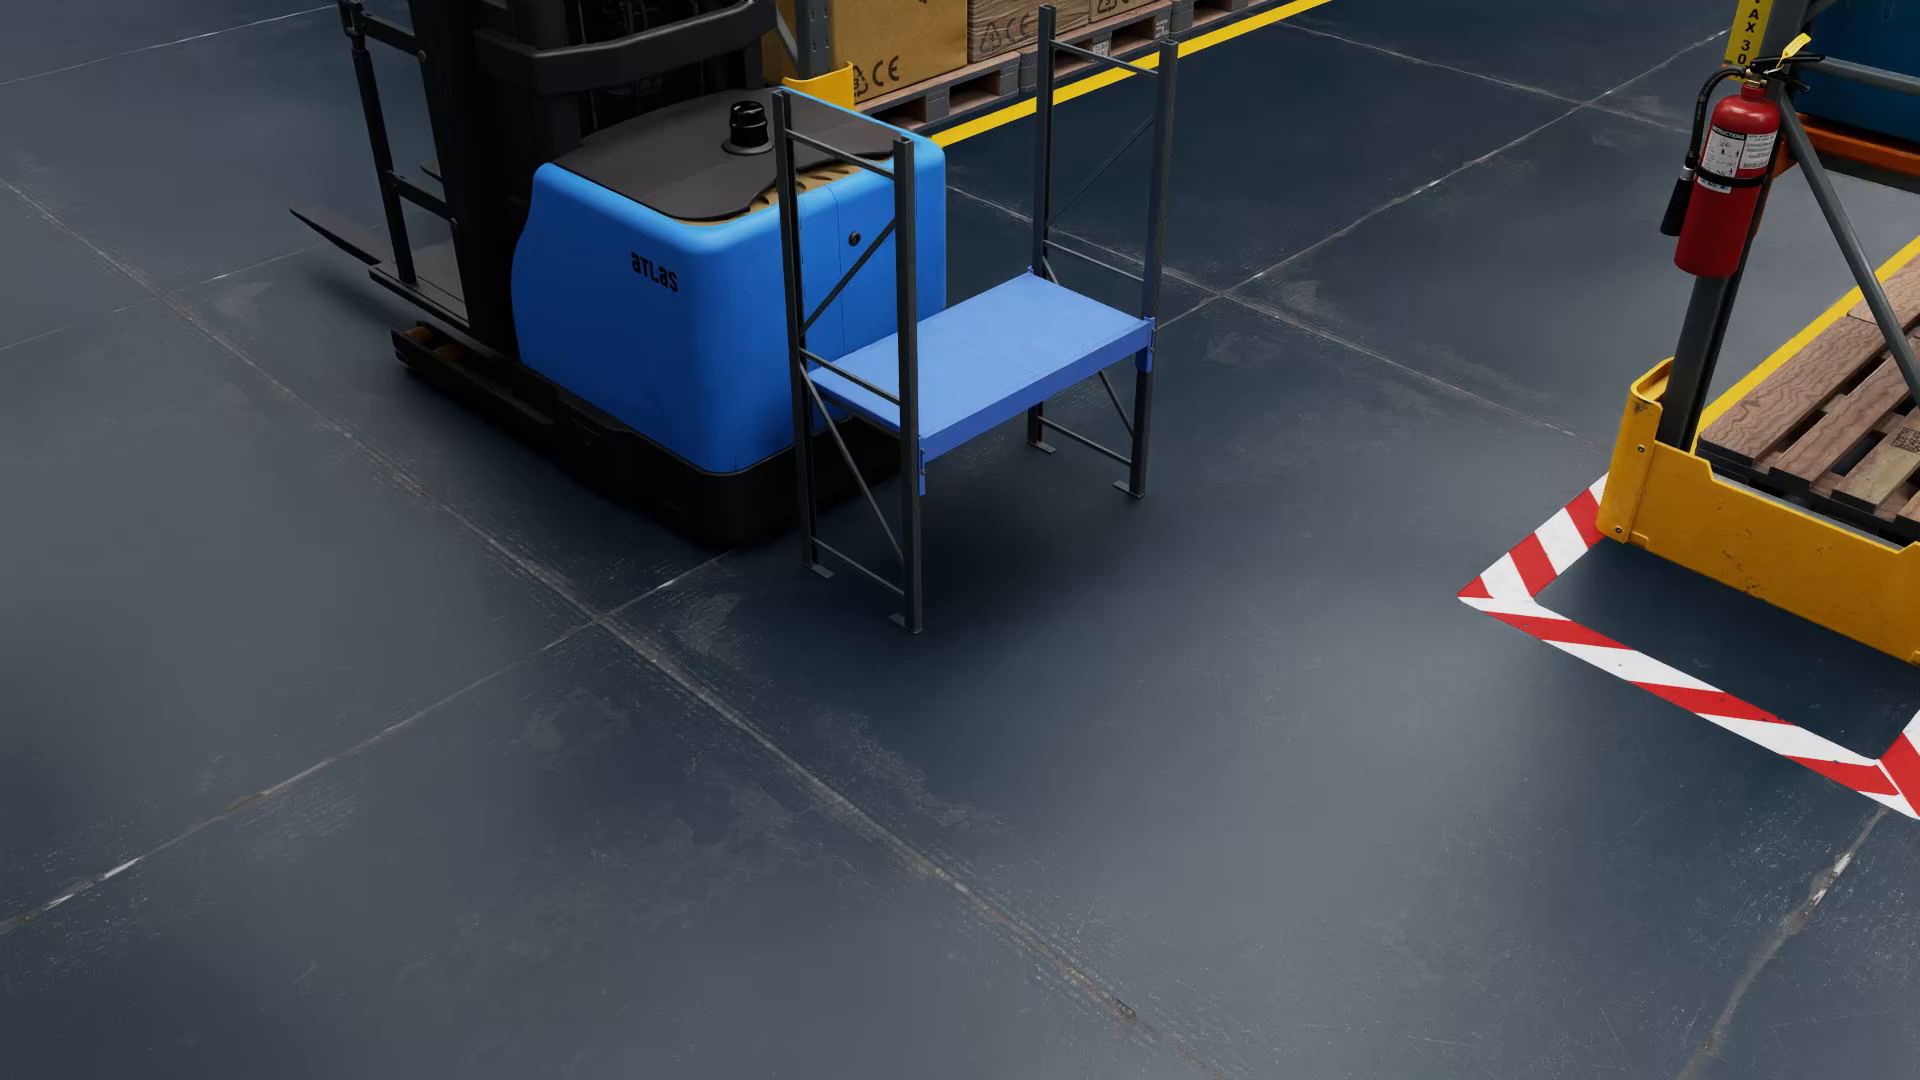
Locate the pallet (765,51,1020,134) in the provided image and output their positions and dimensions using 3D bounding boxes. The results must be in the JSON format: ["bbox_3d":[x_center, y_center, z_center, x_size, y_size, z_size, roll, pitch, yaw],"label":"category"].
[{"bbox_3d":[-0.462,-2.326,8.401,1.003,0.211,1.213,30,45,35],"label":"pallet"}]

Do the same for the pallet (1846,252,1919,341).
[{"bbox_3d":[4.013,-0.786,6.193,1.003,0.211,1.213,30,45,35],"label":"pallet"}]

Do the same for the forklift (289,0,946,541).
[{"bbox_3d":[-1.439,-1.932,5.458,3.031,2.935,1.130,29,44,35],"label":"forklift"}]

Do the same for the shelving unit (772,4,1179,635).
[{"bbox_3d":[0.060,-0.650,4.871,0.538,1.500,1.048,30,45,35],"label":"shelving unit"}]

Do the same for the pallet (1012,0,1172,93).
[{"bbox_3d":[0.398,-2.819,9.108,1.003,0.211,1.213,30,45,35],"label":"pallet"}]

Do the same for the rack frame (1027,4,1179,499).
[{"bbox_3d":[0.418,-0.856,5.167,0.500,1.500,0.032,30,45,35],"label":"rack frame"}]

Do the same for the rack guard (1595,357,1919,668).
[{"bbox_3d":[2.538,-0.078,4.924,1.175,0.500,0.348,30,45,35],"label":"rack guard"}]

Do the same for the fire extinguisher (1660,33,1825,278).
[{"bbox_3d":[2.117,-1.055,4.534,0.296,0.674,0.183,30,45,35],"label":"fire extinguisher"}]

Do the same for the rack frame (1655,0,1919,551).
[{"bbox_3d":[2.545,-1.118,4.231,1.000,3.000,0.127,30,45,35],"label":"rack frame"}]

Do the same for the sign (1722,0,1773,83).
[{"bbox_3d":[2.144,-1.400,4.492,0.100,0.325,0.005,30,45,35],"label":"sign"}]

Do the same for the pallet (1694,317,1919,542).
[{"bbox_3d":[3.154,-0.293,5.486,1.003,0.211,1.213,30,45,35],"label":"pallet"}]

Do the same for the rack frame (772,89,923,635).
[{"bbox_3d":[-0.298,-0.443,4.575,0.500,1.500,0.032,30,45,35],"label":"rack frame"}]

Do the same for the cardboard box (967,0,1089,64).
[{"bbox_3d":[0.066,-3.076,8.529,0.875,0.875,0.875,30,45,35],"label":"cardboard box"}]

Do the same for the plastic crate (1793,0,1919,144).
[{"bbox_3d":[2.649,-1.368,4.506,0.616,0.435,0.499,30,45,35],"label":"plastic crate"}]

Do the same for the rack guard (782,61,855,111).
[{"bbox_3d":[-0.986,-2.079,7.794,1.175,0.500,0.348,30,45,35],"label":"rack guard"}]

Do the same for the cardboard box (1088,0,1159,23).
[{"bbox_3d":[0.693,-3.438,9.047,0.875,0.875,0.875,30,45,35],"label":"cardboard box"}]

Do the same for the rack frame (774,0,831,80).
[{"bbox_3d":[-0.970,-3.114,7.093,1.000,3.000,0.127,30,45,35],"label":"rack frame"}]

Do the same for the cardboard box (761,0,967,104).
[{"bbox_3d":[-0.575,-2.707,7.999,0.875,0.875,0.875,30,45,35],"label":"cardboard box"}]

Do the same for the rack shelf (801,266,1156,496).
[{"bbox_3d":[0.060,-0.502,4.974,0.538,0.185,1.000,30,45,35],"label":"rack shelf"}]

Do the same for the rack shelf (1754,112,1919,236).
[{"bbox_3d":[3.954,-1.635,5.601,1.077,0.370,4.000,30,45,35],"label":"rack shelf"}]

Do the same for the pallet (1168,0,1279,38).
[{"bbox_3d":[1.257,-3.317,9.822,1.003,0.211,1.213,30,45,35],"label":"pallet"}]
